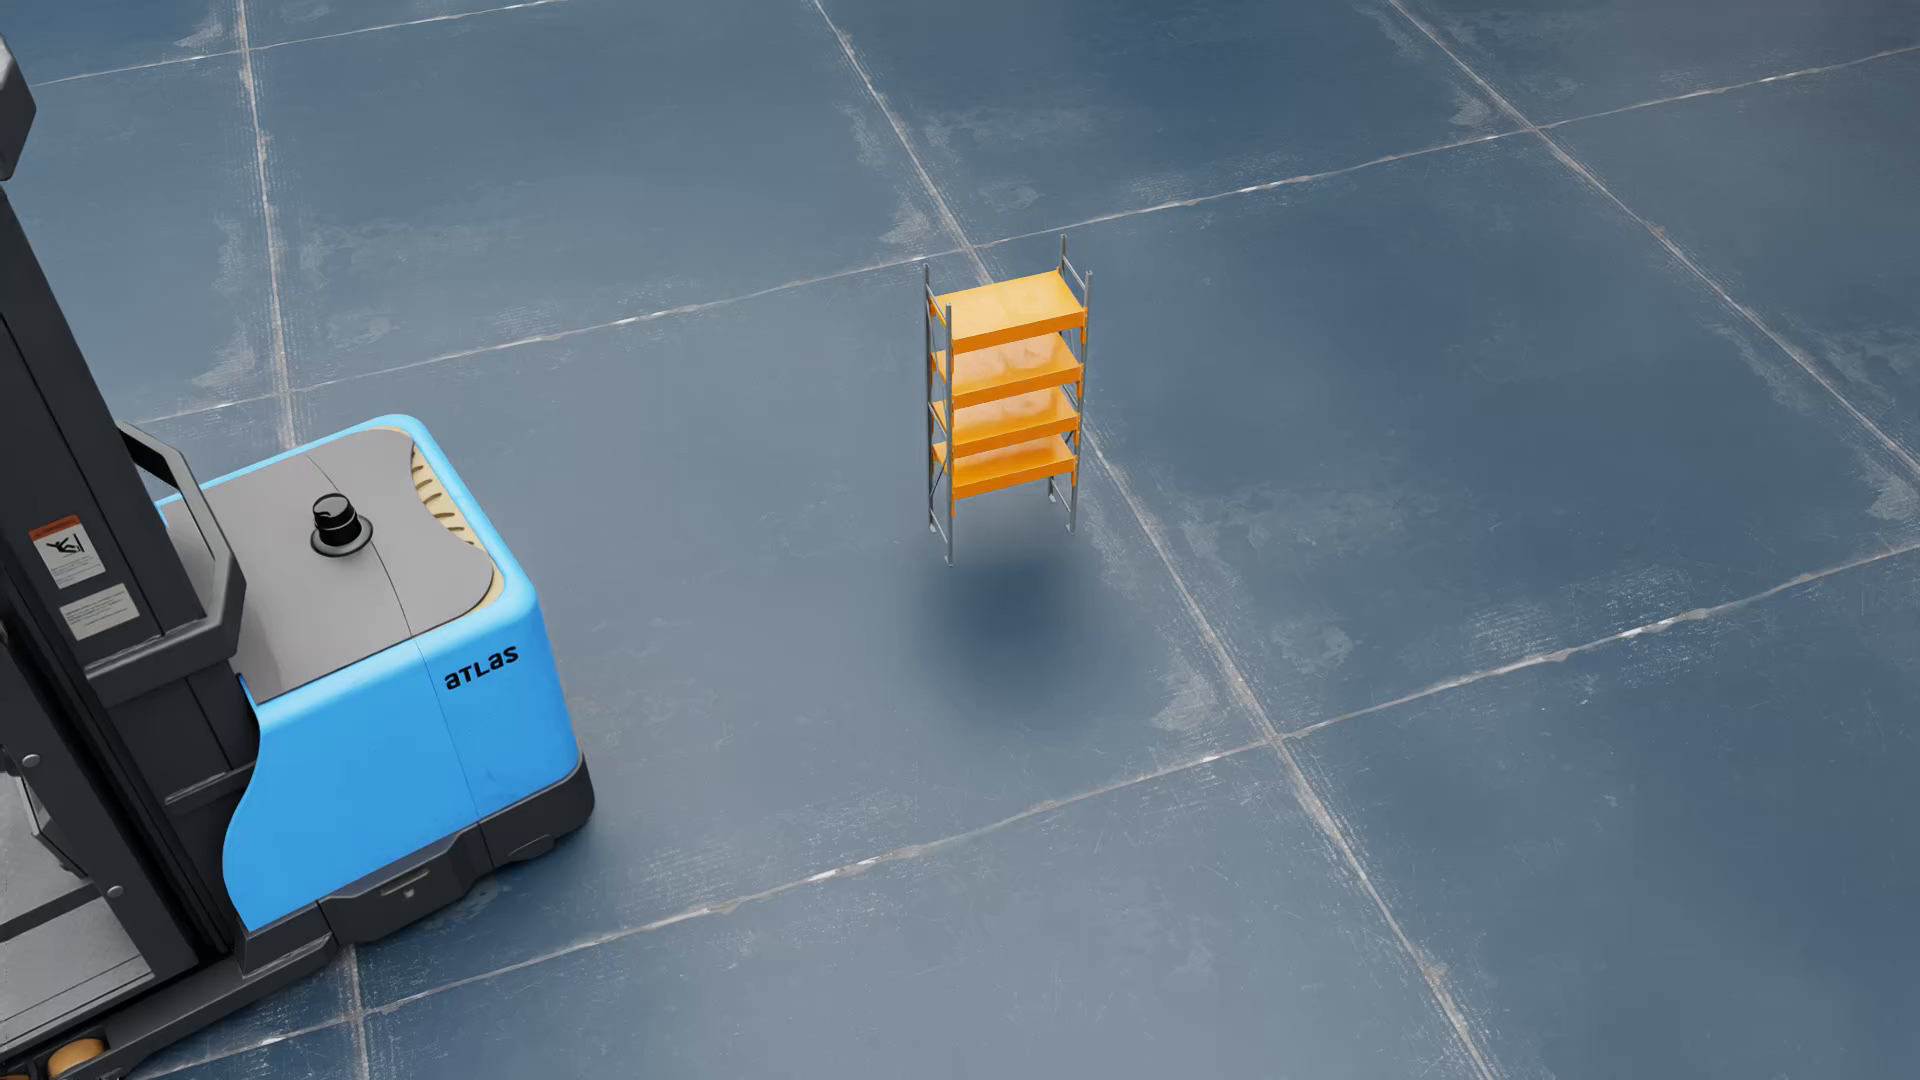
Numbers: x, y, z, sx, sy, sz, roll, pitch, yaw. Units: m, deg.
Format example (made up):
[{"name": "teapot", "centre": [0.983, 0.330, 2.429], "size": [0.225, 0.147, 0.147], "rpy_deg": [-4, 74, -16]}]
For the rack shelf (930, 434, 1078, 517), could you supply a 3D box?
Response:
[{"name": "rack shelf", "centre": [0.156, -0.276, 6.053], "size": [0.480, 0.148, 0.258], "rpy_deg": [-14, 47, -14]}]

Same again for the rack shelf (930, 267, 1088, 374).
[{"name": "rack shelf", "centre": [0.156, -0.741, 5.586], "size": [0.480, 0.148, 0.258], "rpy_deg": [-14, 47, -14]}]

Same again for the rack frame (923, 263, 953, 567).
[{"name": "rack frame", "centre": [-0.074, -0.405, 5.806], "size": [0.015, 1.200, 0.240], "rpy_deg": [-14, 47, -14]}]

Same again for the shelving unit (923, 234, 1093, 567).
[{"name": "shelving unit", "centre": [0.156, -0.463, 5.865], "size": [0.503, 1.200, 0.258], "rpy_deg": [-14, 47, -14]}]

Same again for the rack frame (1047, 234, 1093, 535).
[{"name": "rack frame", "centre": [0.385, -0.522, 5.923], "size": [0.015, 1.200, 0.240], "rpy_deg": [-14, 47, -14]}]

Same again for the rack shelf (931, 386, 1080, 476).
[{"name": "rack shelf", "centre": [0.156, -0.416, 5.912], "size": [0.480, 0.148, 0.258], "rpy_deg": [-14, 47, -14]}]

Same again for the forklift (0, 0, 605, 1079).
[{"name": "forklift", "centre": [-2.644, 0.163, 4.018], "size": [3.031, 2.935, 1.130], "rpy_deg": [-26, 50, -23]}]

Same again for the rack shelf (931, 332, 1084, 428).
[{"name": "rack shelf", "centre": [0.156, -0.574, 5.754], "size": [0.480, 0.148, 0.258], "rpy_deg": [-14, 47, -14]}]
